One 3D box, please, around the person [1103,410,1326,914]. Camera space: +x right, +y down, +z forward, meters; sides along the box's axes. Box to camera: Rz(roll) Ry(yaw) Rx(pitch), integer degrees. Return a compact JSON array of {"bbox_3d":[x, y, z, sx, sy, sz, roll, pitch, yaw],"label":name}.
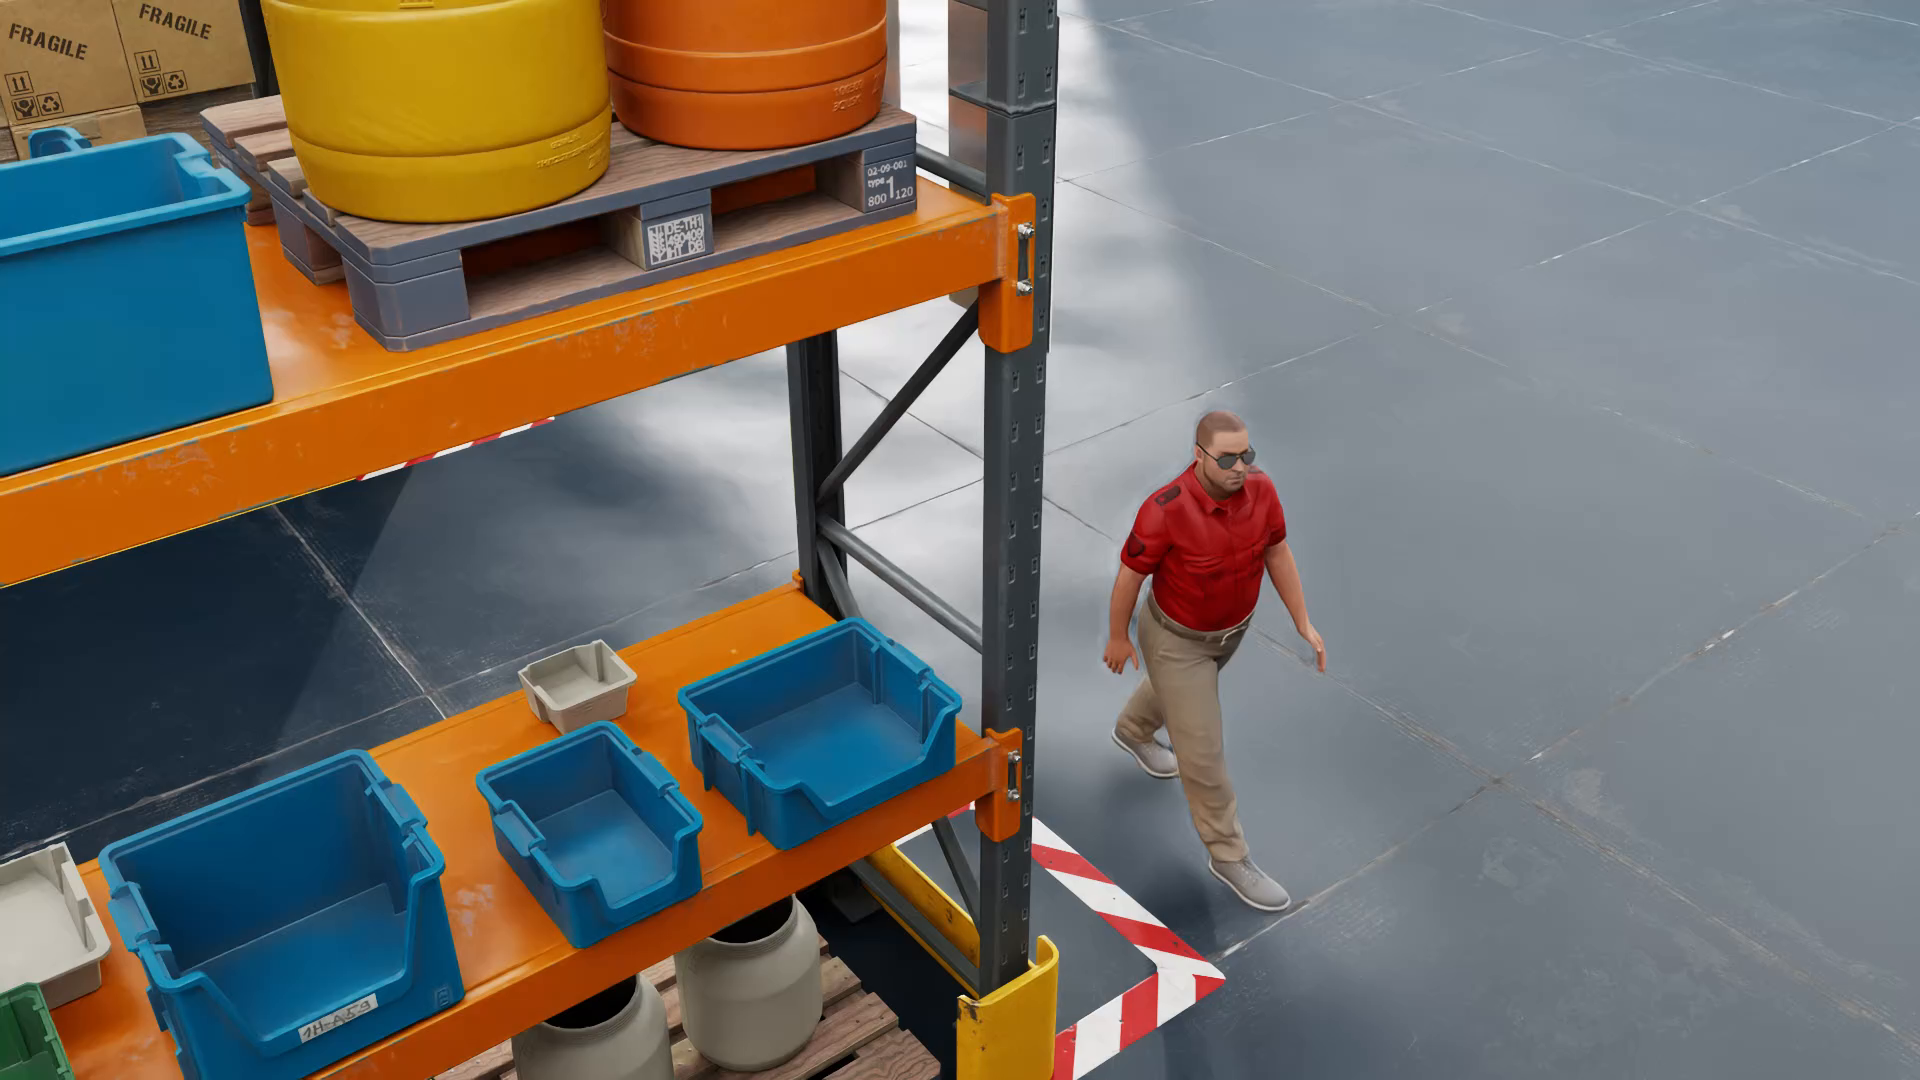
[{"bbox_3d":[0.855,0.321,5.615,0.587,1.660,1.063,-21,38,-30],"label":"person"}]
